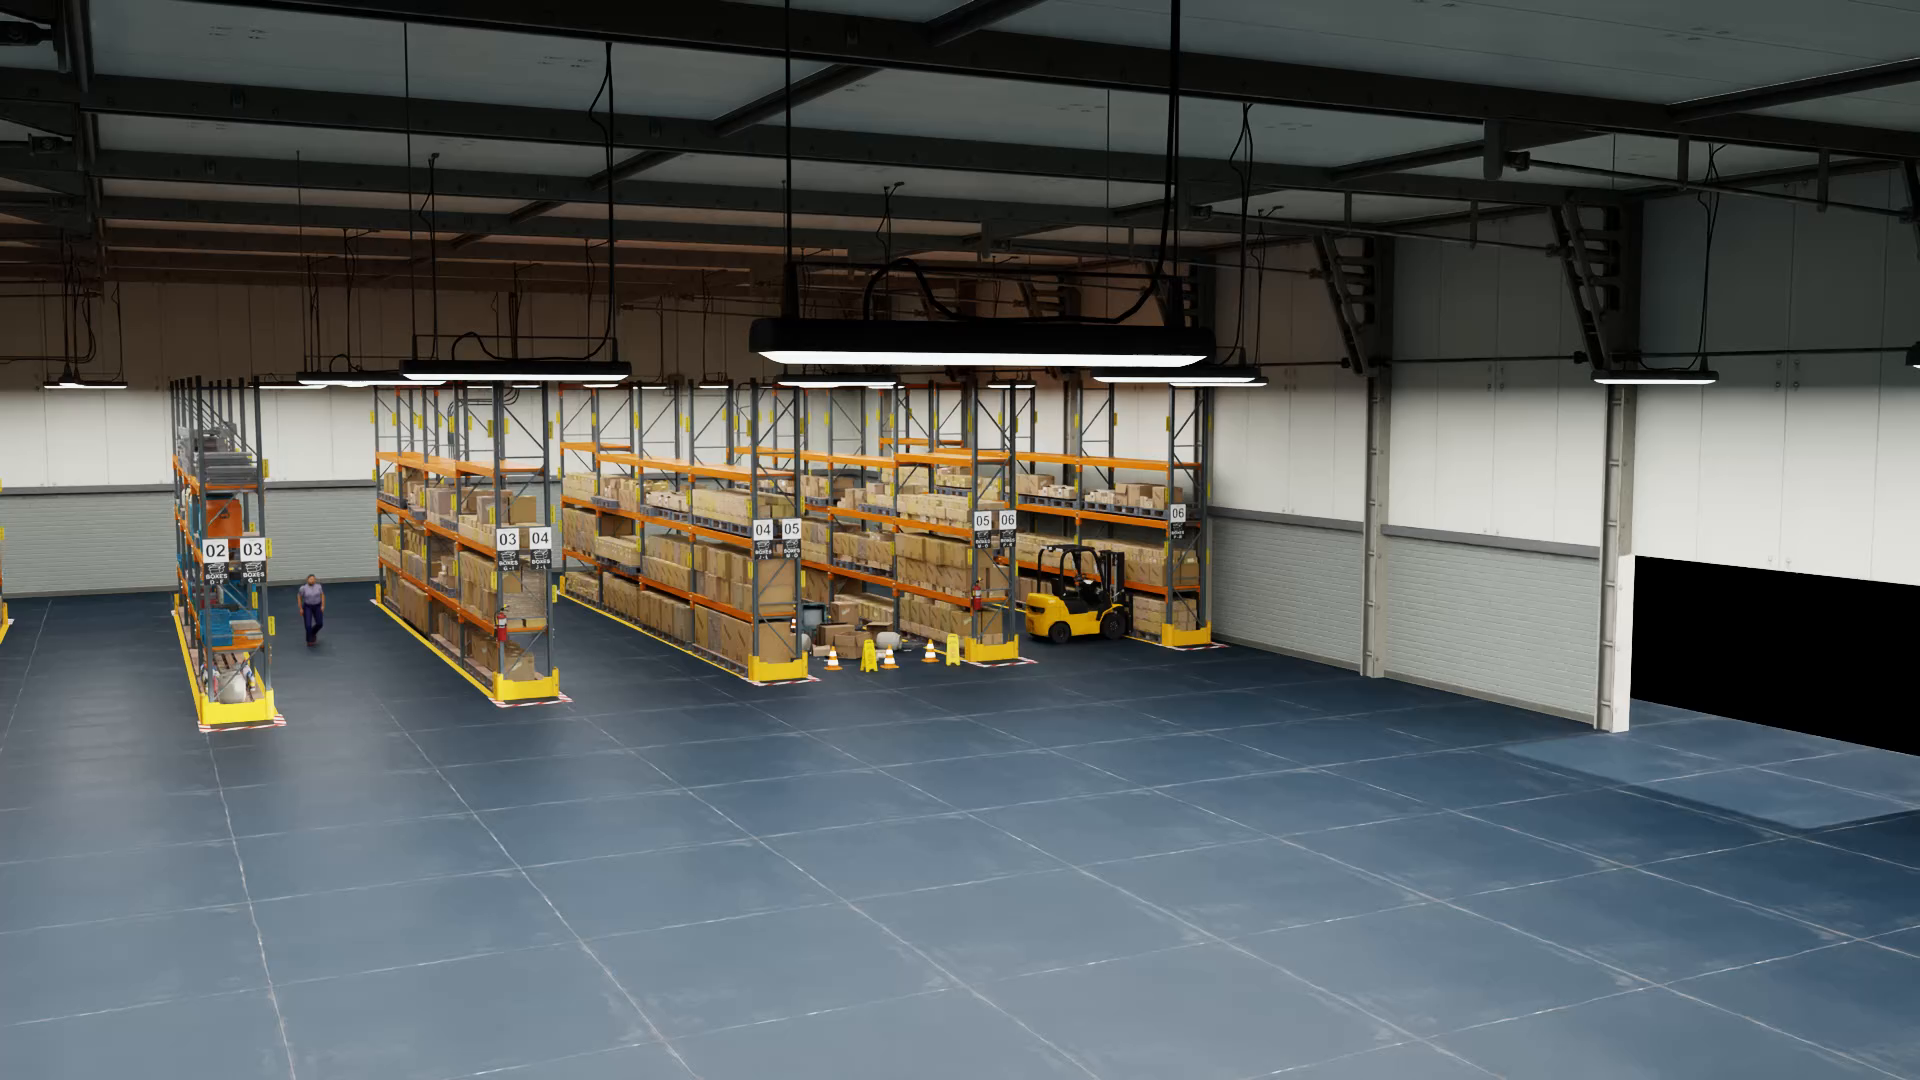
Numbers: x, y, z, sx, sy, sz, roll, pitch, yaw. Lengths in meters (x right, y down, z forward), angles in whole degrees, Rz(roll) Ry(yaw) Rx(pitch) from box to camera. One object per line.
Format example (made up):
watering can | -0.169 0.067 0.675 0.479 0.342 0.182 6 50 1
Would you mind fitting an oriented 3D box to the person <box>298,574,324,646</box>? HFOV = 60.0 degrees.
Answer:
person | -14.737 1.568 37.756 0.571 1.631 0.557 -3 6 -33
